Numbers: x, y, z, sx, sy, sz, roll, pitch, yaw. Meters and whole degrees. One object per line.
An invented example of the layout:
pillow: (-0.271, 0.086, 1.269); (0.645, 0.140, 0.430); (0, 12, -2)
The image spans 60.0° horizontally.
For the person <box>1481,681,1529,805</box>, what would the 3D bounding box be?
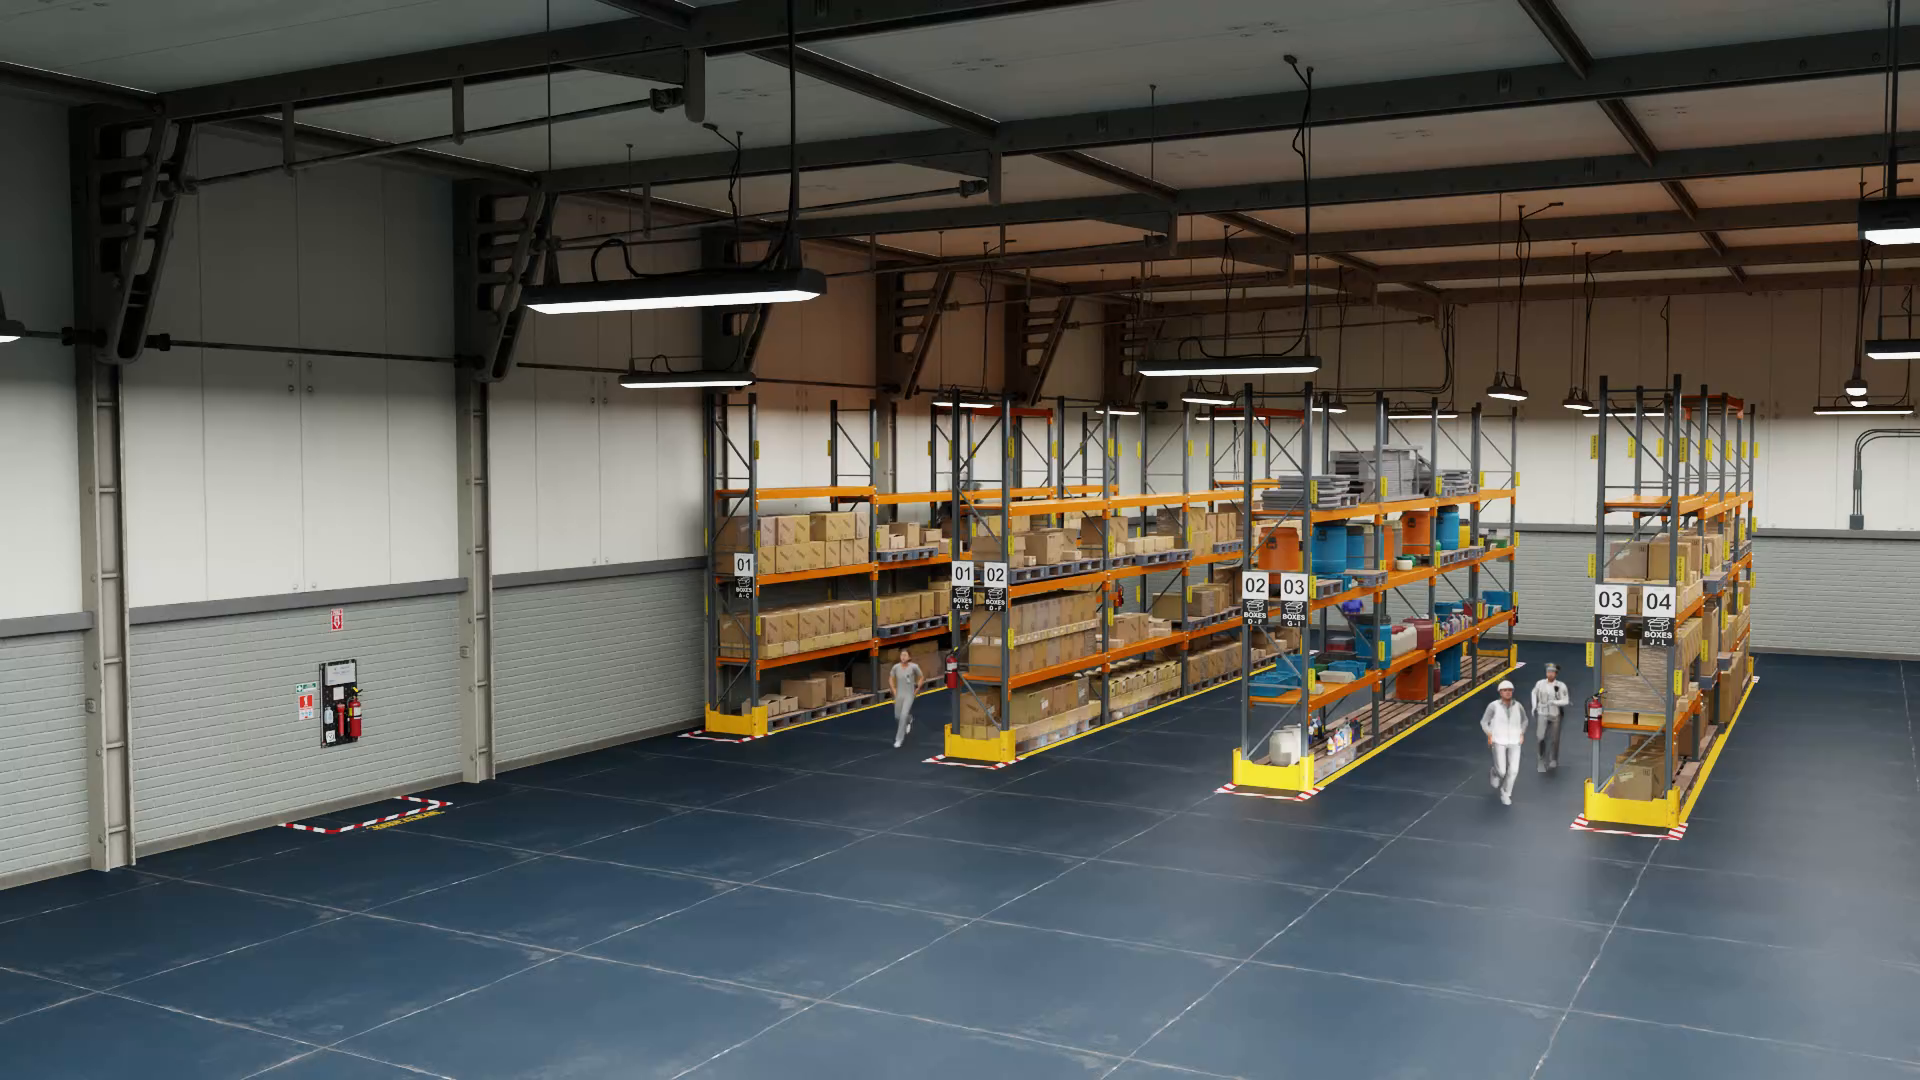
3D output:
person: (7.777, 2.873, 23.727); (0.671, 1.746, 0.617); (0, 3, 5)

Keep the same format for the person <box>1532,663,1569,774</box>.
person: (9.158, 2.765, 25.840); (0.581, 1.734, 0.712); (1, 3, 24)

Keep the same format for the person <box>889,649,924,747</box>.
person: (-0.918, 2.662, 28.360); (0.591, 1.652, 0.806); (1, 3, 12)

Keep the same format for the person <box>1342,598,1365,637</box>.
person: (9.615, 2.009, 40.432); (0.673, 1.641, 0.828); (0, 3, 0)
